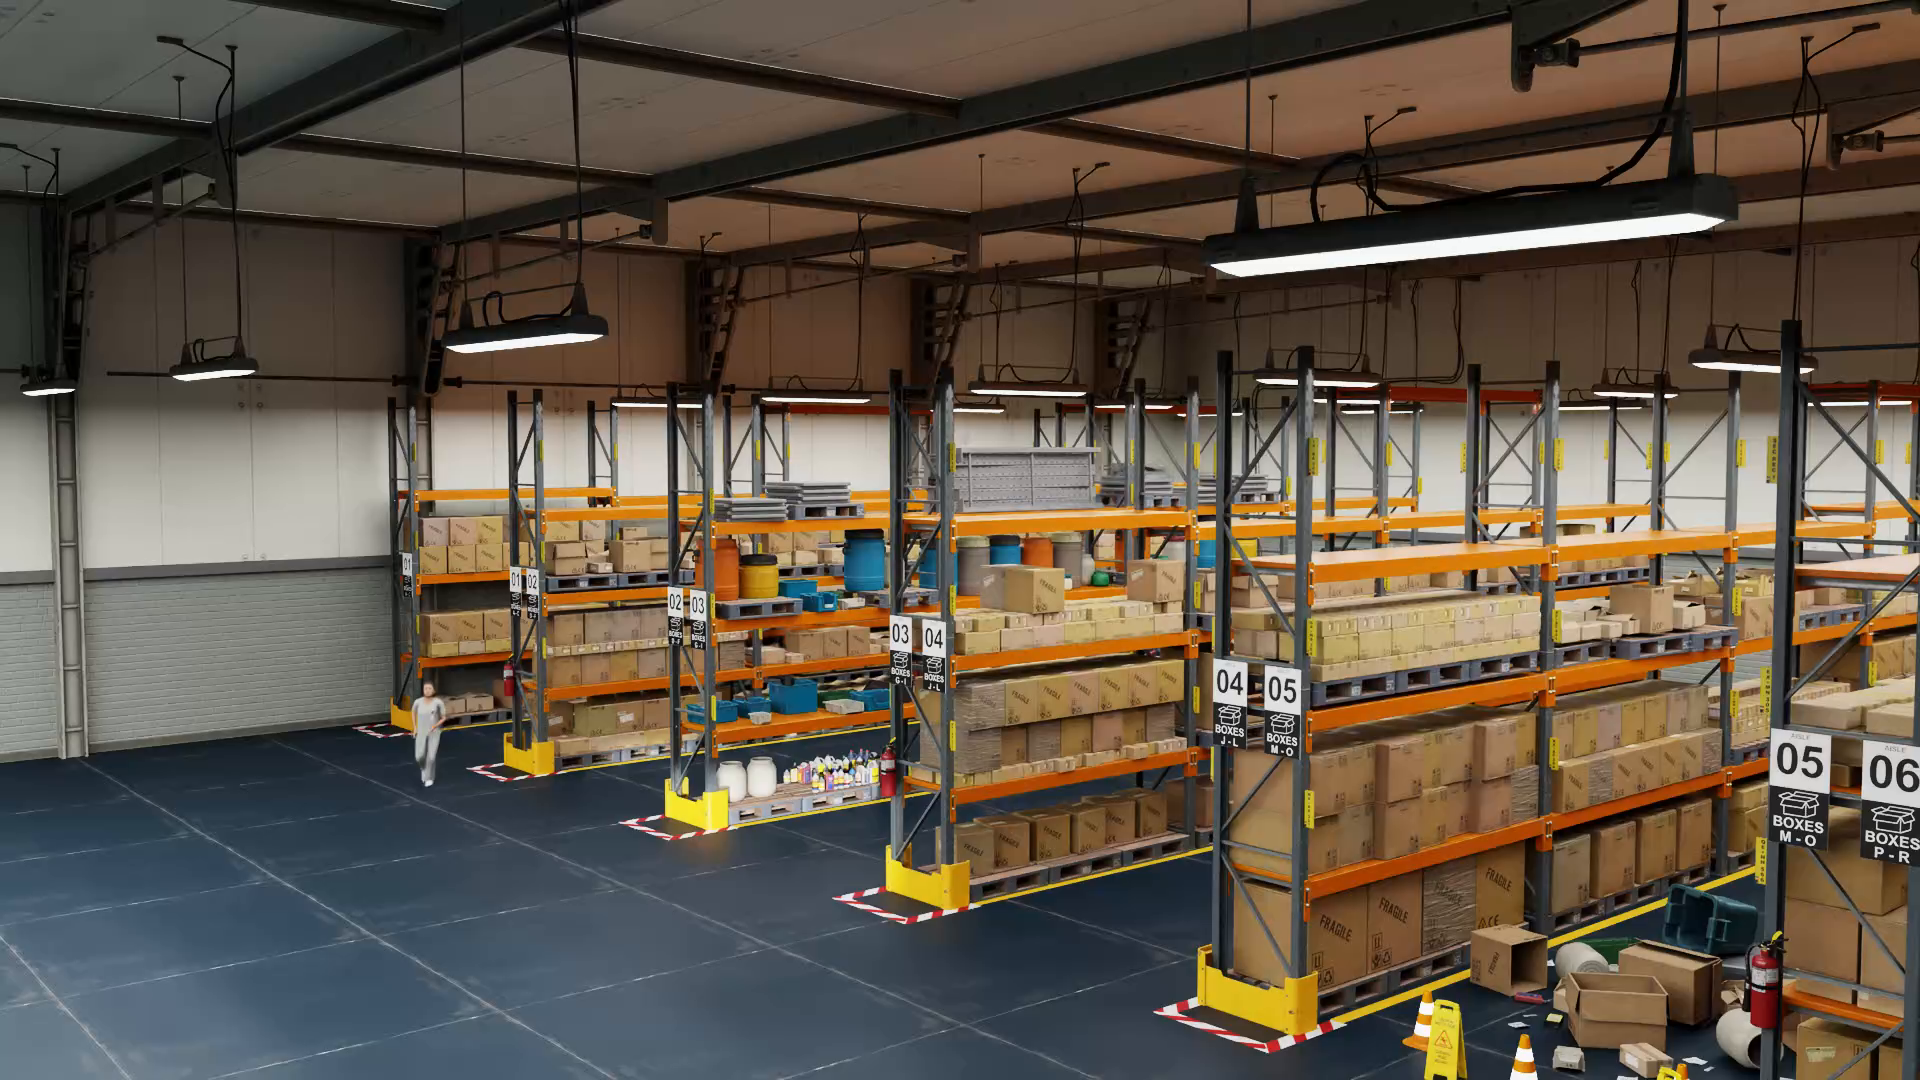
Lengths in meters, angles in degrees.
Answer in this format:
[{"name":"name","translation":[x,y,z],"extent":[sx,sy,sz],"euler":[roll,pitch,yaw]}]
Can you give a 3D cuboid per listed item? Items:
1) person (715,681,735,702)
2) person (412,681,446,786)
[{"name":"person","translation":[-4.377,2.542,30.967],"extent":[0.547,1.597,0.817],"euler":[3,4,41]},{"name":"person","translation":[-7.958,2.908,24.894],"extent":[0.515,1.603,0.584],"euler":[-1,3,-11]}]
